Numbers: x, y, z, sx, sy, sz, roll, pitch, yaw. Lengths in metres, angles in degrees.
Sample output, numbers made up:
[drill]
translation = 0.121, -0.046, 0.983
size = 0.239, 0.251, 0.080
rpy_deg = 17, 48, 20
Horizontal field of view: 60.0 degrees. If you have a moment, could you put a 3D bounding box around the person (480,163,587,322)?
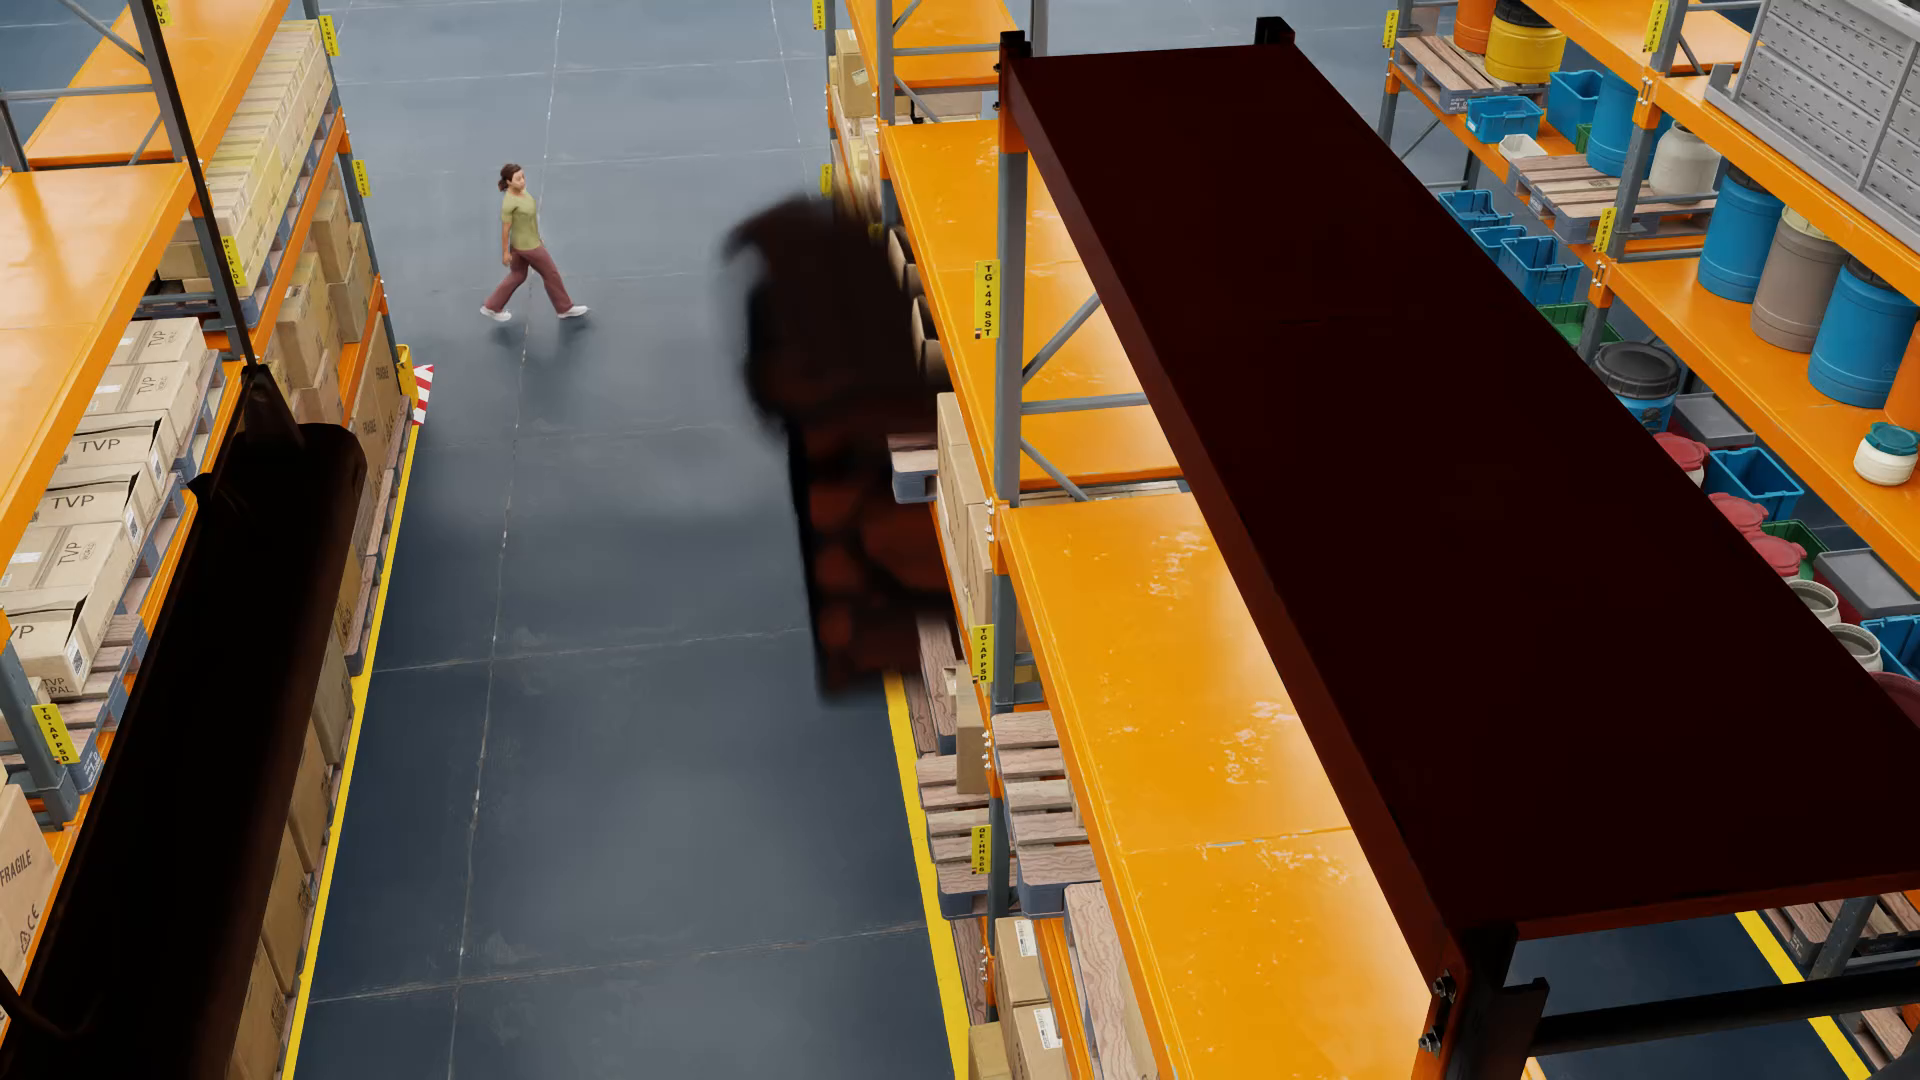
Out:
[person]
translation = -4.200, -2.836, 15.932
size = 0.983, 1.640, 0.426
rpy_deg = -21, 41, -26
